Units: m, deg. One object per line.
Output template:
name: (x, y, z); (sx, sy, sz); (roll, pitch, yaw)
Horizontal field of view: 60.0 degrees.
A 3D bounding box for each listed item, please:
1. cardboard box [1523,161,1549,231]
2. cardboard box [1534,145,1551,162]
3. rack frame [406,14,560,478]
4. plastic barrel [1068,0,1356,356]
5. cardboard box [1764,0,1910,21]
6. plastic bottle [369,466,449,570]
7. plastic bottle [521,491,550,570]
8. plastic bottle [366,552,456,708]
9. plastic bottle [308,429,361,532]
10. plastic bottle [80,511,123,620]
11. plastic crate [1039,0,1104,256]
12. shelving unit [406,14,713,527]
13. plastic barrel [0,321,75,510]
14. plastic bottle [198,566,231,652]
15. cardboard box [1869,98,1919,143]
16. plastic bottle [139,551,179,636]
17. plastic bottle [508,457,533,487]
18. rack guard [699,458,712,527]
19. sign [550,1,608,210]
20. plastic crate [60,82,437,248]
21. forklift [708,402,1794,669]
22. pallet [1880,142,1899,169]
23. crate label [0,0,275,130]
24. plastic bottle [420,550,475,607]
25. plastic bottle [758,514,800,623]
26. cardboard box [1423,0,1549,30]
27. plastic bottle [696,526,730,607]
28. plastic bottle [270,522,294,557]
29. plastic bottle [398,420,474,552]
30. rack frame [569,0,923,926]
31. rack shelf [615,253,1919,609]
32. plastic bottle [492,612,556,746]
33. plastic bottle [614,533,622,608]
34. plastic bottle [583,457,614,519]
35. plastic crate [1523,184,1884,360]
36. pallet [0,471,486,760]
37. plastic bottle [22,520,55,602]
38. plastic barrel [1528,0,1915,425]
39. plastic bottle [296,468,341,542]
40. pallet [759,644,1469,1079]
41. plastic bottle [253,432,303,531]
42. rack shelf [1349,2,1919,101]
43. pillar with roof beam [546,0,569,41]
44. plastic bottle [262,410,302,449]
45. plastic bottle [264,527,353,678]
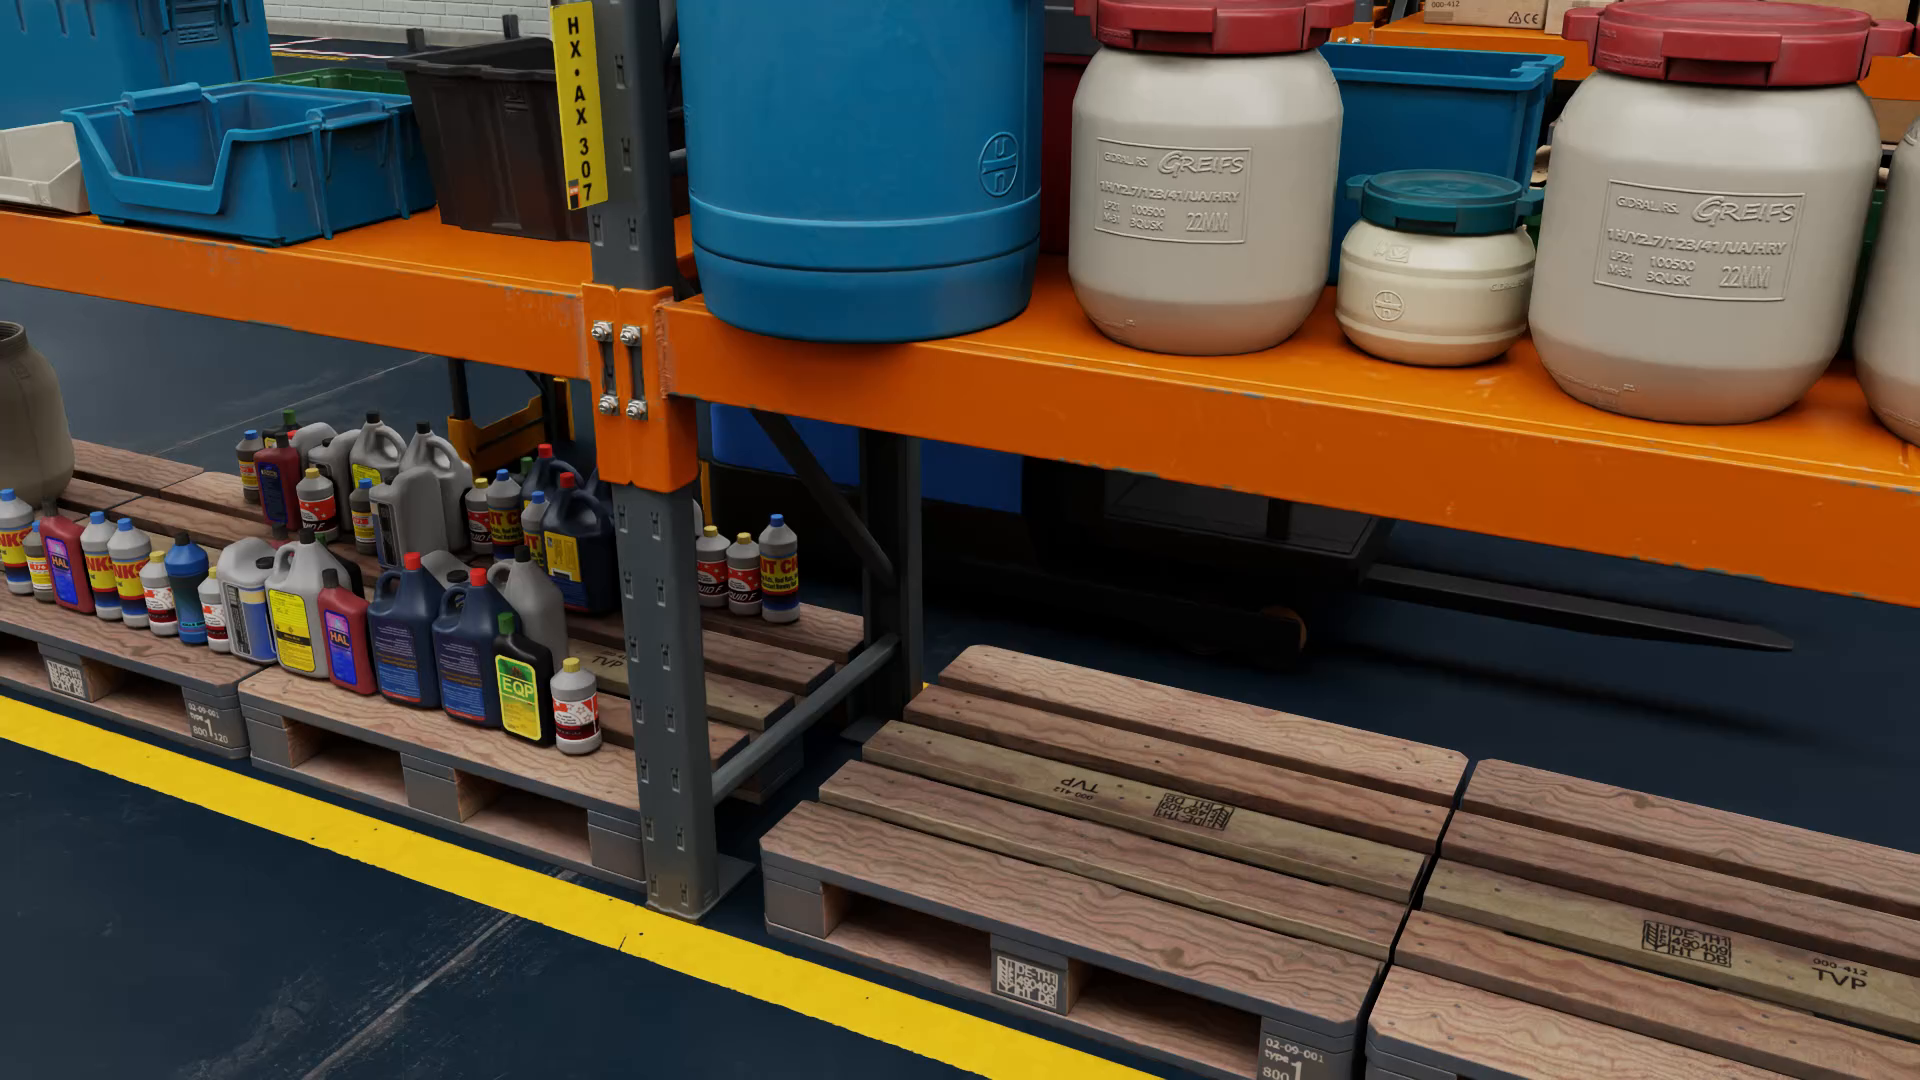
cardboard box: (2.570, -1.443, 7.071); (0.500, 0.311, 0.500); (11, 25, 24)
cardboard box: (2.827, -1.632, 7.515); (0.500, 0.311, 0.500); (12, 26, 26)
rack frame: (-1.586, -0.969, 5.611); (0.032, 1.500, 0.500); (10, 25, 22)
plastic barrel: (0.386, -0.595, 2.642); (0.433, 0.535, 0.433); (0, 23, 0)
cardboard box: (3.464, -2.230, 6.534); (0.500, 0.500, 0.500); (11, 25, 25)
plastic bottle: (-1.494, -0.067, 4.492); (0.135, 0.276, 0.152); (11, 25, 25)
plastic bottle: (-1.086, 0.004, 4.331); (0.097, 0.271, 0.097); (0, 23, 0)
plastic bottle: (-1.245, 0.192, 3.789); (0.185, 0.351, 0.144); (10, 25, 22)
plastic bottle: (-1.765, -0.184, 4.767); (0.135, 0.276, 0.152); (10, 25, 23)
plastic bottle: (-2.155, 0.058, 4.204); (0.097, 0.271, 0.097); (0, 23, 0)
plastic crate: (0.201, -0.829, 3.284); (0.583, 0.464, 0.402); (11, 25, 25)
shelving unit: (-1.116, -0.885, 5.413); (1.083, 1.500, 0.587); (10, 25, 22)
plastic barrel: (-2.870, -0.355, 4.893); (0.421, 0.512, 0.421); (0, 23, 0)
plastic bottle: (-1.794, 0.162, 4.050); (0.097, 0.201, 0.097); (0, 23, 0)
cardboard box: (6.141, -2.902, 10.873); (0.500, 0.500, 0.700); (11, 25, 24)
plastic bottle: (-1.978, 0.126, 4.135); (0.097, 0.201, 0.097); (0, 23, 0)
plastic bottle: (-1.199, -0.095, 4.549); (0.133, 0.283, 0.061); (12, 26, 27)
rack guard: (-0.663, -0.228, 5.468); (0.087, 0.250, 0.587); (10, 25, 22)
sign: (-0.627, -0.715, 2.745); (0.005, 0.325, 0.100); (11, 25, 25)
plastic crate: (-1.479, -0.810, 3.512); (0.616, 0.251, 0.499); (11, 25, 25)
forklift: (0.794, -1.241, 4.424); (3.031, 2.935, 1.130); (10, 25, 22)
pallet: (5.889, -2.603, 11.101); (1.213, 0.211, 1.003); (11, 25, 25)
crate label: (-2.174, -1.270, 4.358); (0.616, 0.435, 0.502); (11, 25, 25)
plastic bottle: (-1.201, 0.170, 3.936); (0.135, 0.276, 0.152); (11, 25, 25)
plastic bottle: (-0.456, 0.066, 4.187); (0.097, 0.271, 0.097); (0, 23, 0)
cardboard box: (2.328, -2.367, 7.174); (0.500, 0.250, 0.500); (13, 26, 28)
plastic bottle: (-0.637, 0.062, 4.285); (0.097, 0.201, 0.097); (0, 23, 0)
plastic bottle: (-1.629, 0.098, 4.095); (0.133, 0.283, 0.061); (11, 25, 25)
plastic bottle: (-1.450, -0.157, 4.610); (0.185, 0.351, 0.144); (11, 25, 24)
rack frame: (-0.369, -0.778, 3.246); (0.127, 3.000, 1.000); (11, 25, 25)
rack shelf: (1.416, -0.094, 2.557); (4.000, 0.370, 1.077); (11, 25, 25)
plastic bottle: (-0.947, 0.300, 3.621); (0.133, 0.283, 0.061); (13, 26, 27)
plastic bottle: (-0.804, 0.050, 4.208); (0.133, 0.283, 0.061); (11, 25, 25)
plastic bottle: (-0.902, -0.049, 4.355); (0.185, 0.351, 0.144); (12, 26, 26)
plastic crate: (1.313, -0.471, 2.797); (0.662, 0.188, 0.450); (11, 25, 25)
pallet: (-2.042, 0.157, 4.611); (1.213, 0.211, 1.003); (11, 25, 25)
plastic bottle: (-2.369, 0.048, 4.317); (0.097, 0.201, 0.097); (0, 23, 0)
plastic barrel: (1.041, -0.465, 2.338); (0.433, 0.535, 0.433); (0, 23, 0)
plastic bottle: (-1.805, -0.102, 4.671); (0.097, 0.201, 0.097); (0, 23, 0)
pallet: (0.349, 0.630, 3.498); (1.213, 0.211, 1.003); (11, 25, 25)
plastic bottle: (-1.937, -0.174, 4.735); (0.133, 0.283, 0.061); (11, 25, 25)
rack shelf: (3.654, -1.823, 6.623); (4.000, 0.370, 1.077); (11, 25, 25)
pillar with roof beam: (-5.751, -7.439, 11.245); (0.400, 9.000, 9.100); (11, 25, 25)
plastic bottle: (-1.989, -0.251, 4.917); (0.133, 0.283, 0.061); (12, 26, 26)
plastic bottle: (-1.533, 0.135, 3.923); (0.185, 0.351, 0.144); (11, 25, 24)
